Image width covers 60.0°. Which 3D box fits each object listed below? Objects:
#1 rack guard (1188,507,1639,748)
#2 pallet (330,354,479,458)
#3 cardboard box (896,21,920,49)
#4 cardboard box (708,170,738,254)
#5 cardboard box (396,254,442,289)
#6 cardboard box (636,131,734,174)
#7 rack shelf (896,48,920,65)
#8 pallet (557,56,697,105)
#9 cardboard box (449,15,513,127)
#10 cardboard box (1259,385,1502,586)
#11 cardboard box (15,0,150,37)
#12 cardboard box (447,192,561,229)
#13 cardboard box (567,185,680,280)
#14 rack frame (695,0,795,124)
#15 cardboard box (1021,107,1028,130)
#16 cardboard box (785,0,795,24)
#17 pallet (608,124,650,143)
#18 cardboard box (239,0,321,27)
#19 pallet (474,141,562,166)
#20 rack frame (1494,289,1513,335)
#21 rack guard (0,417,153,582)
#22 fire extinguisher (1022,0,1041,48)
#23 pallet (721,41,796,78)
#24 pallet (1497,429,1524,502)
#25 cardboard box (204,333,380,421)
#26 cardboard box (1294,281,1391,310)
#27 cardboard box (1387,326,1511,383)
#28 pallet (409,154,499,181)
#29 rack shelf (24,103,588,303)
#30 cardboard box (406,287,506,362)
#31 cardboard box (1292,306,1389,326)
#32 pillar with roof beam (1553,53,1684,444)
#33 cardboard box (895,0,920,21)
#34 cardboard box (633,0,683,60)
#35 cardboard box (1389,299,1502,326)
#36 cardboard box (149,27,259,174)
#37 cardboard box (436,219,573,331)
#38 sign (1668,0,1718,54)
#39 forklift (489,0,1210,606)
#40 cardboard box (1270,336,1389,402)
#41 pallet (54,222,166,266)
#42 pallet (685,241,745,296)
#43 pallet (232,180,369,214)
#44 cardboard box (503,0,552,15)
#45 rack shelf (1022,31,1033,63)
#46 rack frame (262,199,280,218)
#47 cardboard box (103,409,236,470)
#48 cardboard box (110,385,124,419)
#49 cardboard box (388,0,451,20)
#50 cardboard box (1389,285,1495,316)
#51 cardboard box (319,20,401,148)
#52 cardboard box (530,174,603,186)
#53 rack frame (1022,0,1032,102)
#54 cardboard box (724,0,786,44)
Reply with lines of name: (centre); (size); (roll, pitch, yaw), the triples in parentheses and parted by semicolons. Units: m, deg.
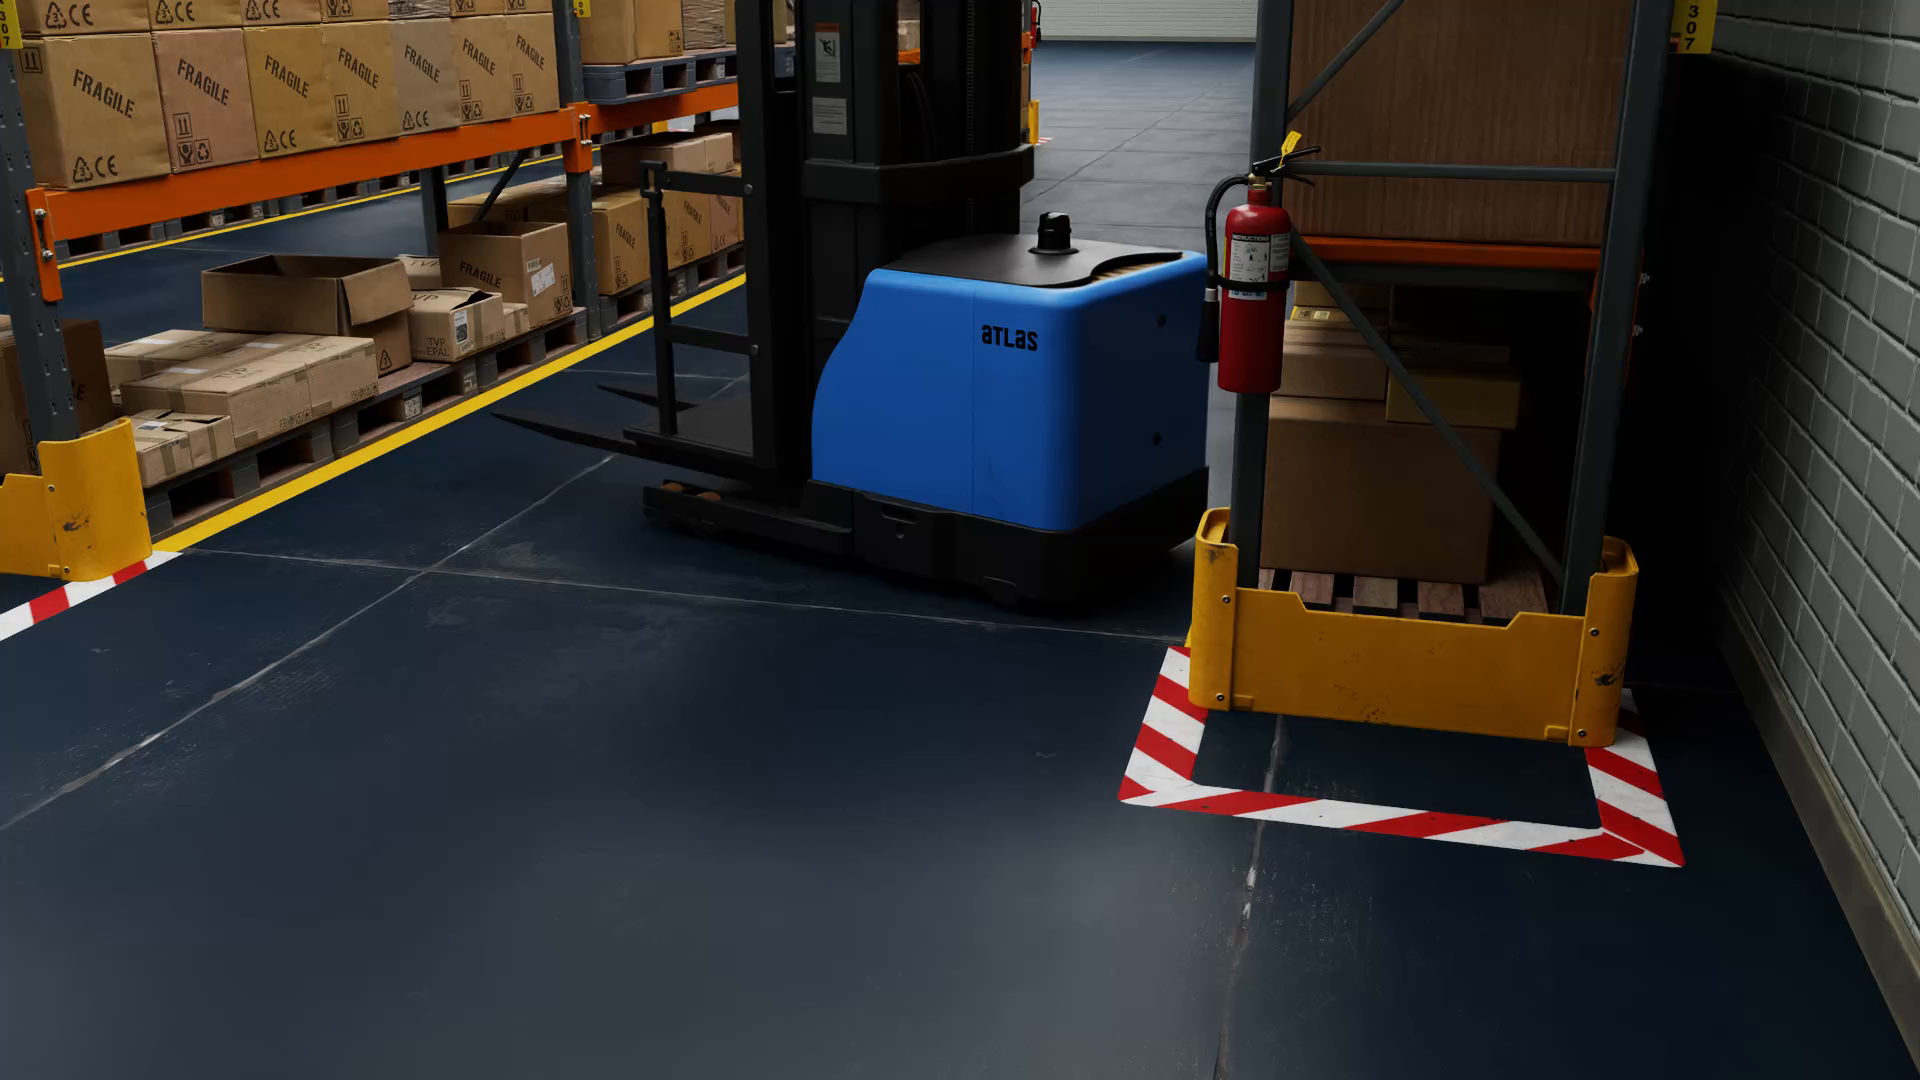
rack guard: (1.258, 0.235, 4.725); (1.175, 0.500, 0.348); (5, 19, 13)
pallet: (-3.028, -0.680, 7.853); (1.003, 0.211, 1.213); (5, 19, 13)
cardboard box: (-0.686, -4.878, 16.059); (0.500, 0.250, 0.500); (6, 20, 17)
cardboard box: (-1.836, -2.239, 11.289); (0.500, 0.500, 0.500); (4, 19, 11)
cardboard box: (-2.875, -1.420, 9.184); (0.500, 0.311, 0.500); (5, 19, 13)
cardboard box: (-1.842, -2.582, 11.133); (0.500, 0.250, 0.500); (4, 19, 12)
rack shelf: (-1.097, -4.139, 14.778); (1.077, 0.370, 4.000); (5, 19, 13)
pallet: (-2.262, -2.750, 9.895); (1.003, 0.211, 1.213); (5, 19, 13)
cardboard box: (-2.561, -2.308, 8.148); (0.500, 0.500, 0.500); (5, 20, 15)
cardboard box: (1.338, -0.198, 5.345); (0.700, 0.500, 0.500); (5, 19, 13)
cardboard box: (-3.176, -1.984, 5.654); (0.500, 0.500, 0.500); (5, 20, 15)
cardboard box: (-2.720, -1.801, 10.008); (0.500, 0.500, 0.500); (5, 19, 13)
cardboard box: (-2.089, -1.925, 10.368); (0.500, 0.500, 0.500); (5, 19, 14)
rack frame: (-1.586, -3.853, 12.826); (1.000, 3.000, 0.127); (5, 19, 13)
cardboard box: (0.524, -5.066, 19.984); (0.500, 0.250, 0.500); (5, 19, 13)
cardboard box: (-1.192, -4.427, 14.354); (0.500, 0.500, 0.500); (4, 19, 10)
pallet: (-4.610, -5.151, 20.942); (1.003, 0.211, 1.213); (5, 19, 13)
cardboard box: (-2.929, -2.305, 6.593); (0.500, 0.500, 0.500); (5, 19, 14)
pallet: (-5.206, -4.386, 18.703); (1.003, 0.211, 1.213); (5, 19, 13)
rack frame: (2.241, -2.209, 8.014); (1.000, 3.000, 0.127); (5, 19, 13)
rack guard: (-3.522, -0.186, 5.959); (1.175, 0.500, 0.348); (5, 19, 13)
fire extinguisher: (0.848, -6.324, 20.181); (0.296, 0.674, 0.183); (5, 19, 13)
pallet: (-1.683, -3.544, 12.219); (1.213, 0.211, 1.003); (5, 19, 13)
pallet: (1.684, -0.273, 6.662); (1.003, 0.211, 1.213); (5, 19, 13)
cardboard box: (-2.888, -0.714, 7.209); (0.500, 0.250, 0.500); (5, 19, 13)
cardboard box: (1.571, -1.049, 6.831); (0.380, 0.149, 0.250); (4, 19, 12)
cardboard box: (1.624, -0.609, 5.544); (0.380, 0.149, 0.250); (5, 19, 14)
pallet: (-5.565, -3.930, 17.367); (1.003, 0.211, 1.213); (5, 19, 13)
rack shelf: (-3.052, -1.632, 7.437); (1.077, 0.370, 4.000); (5, 19, 13)
cardboard box: (-2.610, -1.099, 8.243); (0.500, 0.311, 0.500); (5, 19, 13)
cardboard box: (1.706, -0.680, 6.757); (0.700, 0.500, 0.500); (5, 20, 15)
pillar with roof beam: (-1.265, -5.100, 7.197); (9.100, 9.000, 0.400); (5, 19, 13)
cardboard box: (-0.506, -5.293, 16.889); (0.700, 0.500, 0.500); (4, 19, 12)
cardboard box: (-2.124, -3.196, 10.100); (0.700, 0.500, 0.500); (8, 20, 22)
cardboard box: (1.748, -0.767, 6.007); (0.380, 0.149, 0.250); (5, 19, 14)
cardboard box: (-3.055, -1.673, 6.290); (0.500, 0.500, 0.500); (4, 19, 13)
cardboard box: (-2.427, -1.423, 8.900); (0.500, 0.500, 0.500); (5, 19, 13)
sign: (1.801, -1.357, 4.057); (0.100, 0.325, 0.005); (5, 19, 13)
forklift: (-0.589, -1.525, 6.118); (3.031, 2.935, 1.130); (13, 23, 33)
cardboard box: (1.193, -0.560, 5.400); (0.380, 0.149, 0.250); (4, 19, 13)
pallet: (-6.840, -2.294, 12.577); (1.003, 0.211, 1.213); (5, 19, 13)
pallet: (-2.105, -1.921, 11.485); (1.003, 0.211, 1.213); (5, 19, 13)
pallet: (-6.161, -3.165, 15.128); (1.003, 0.211, 1.213); (5, 19, 13)
cardboard box: (-2.436, -2.940, 8.454); (0.500, 0.500, 0.500); (5, 19, 14)
rack shelf: (-0.120, -5.393, 18.448); (1.077, 0.370, 4.000); (5, 19, 13)
rack frame: (-6.388, -4.245, 13.975); (1.000, 3.000, 0.127); (5, 19, 13)
cardboard box: (-3.044, -0.395, 6.406); (0.380, 0.166, 0.250); (5, 19, 13)
cardboard box: (-3.460, -0.522, 6.779); (0.380, 0.166, 0.250); (5, 19, 13)
cardboard box: (-2.681, -2.622, 7.521); (0.500, 0.500, 0.500); (5, 19, 14)
cardboard box: (1.872, -0.927, 6.475); (0.380, 0.149, 0.250); (4, 19, 12)
cardboard box: (-2.806, -1.986, 7.208); (0.500, 0.500, 0.500); (5, 19, 14)
cardboard box: (-2.469, -2.113, 10.919); (0.500, 0.500, 0.500); (5, 19, 14)
rack frame: (0.369, -6.360, 20.167); (1.000, 3.000, 0.127); (5, 19, 13)
cardboard box: (-1.630, -3.892, 12.138); (0.700, 0.500, 0.500); (-2, 19, -5)
